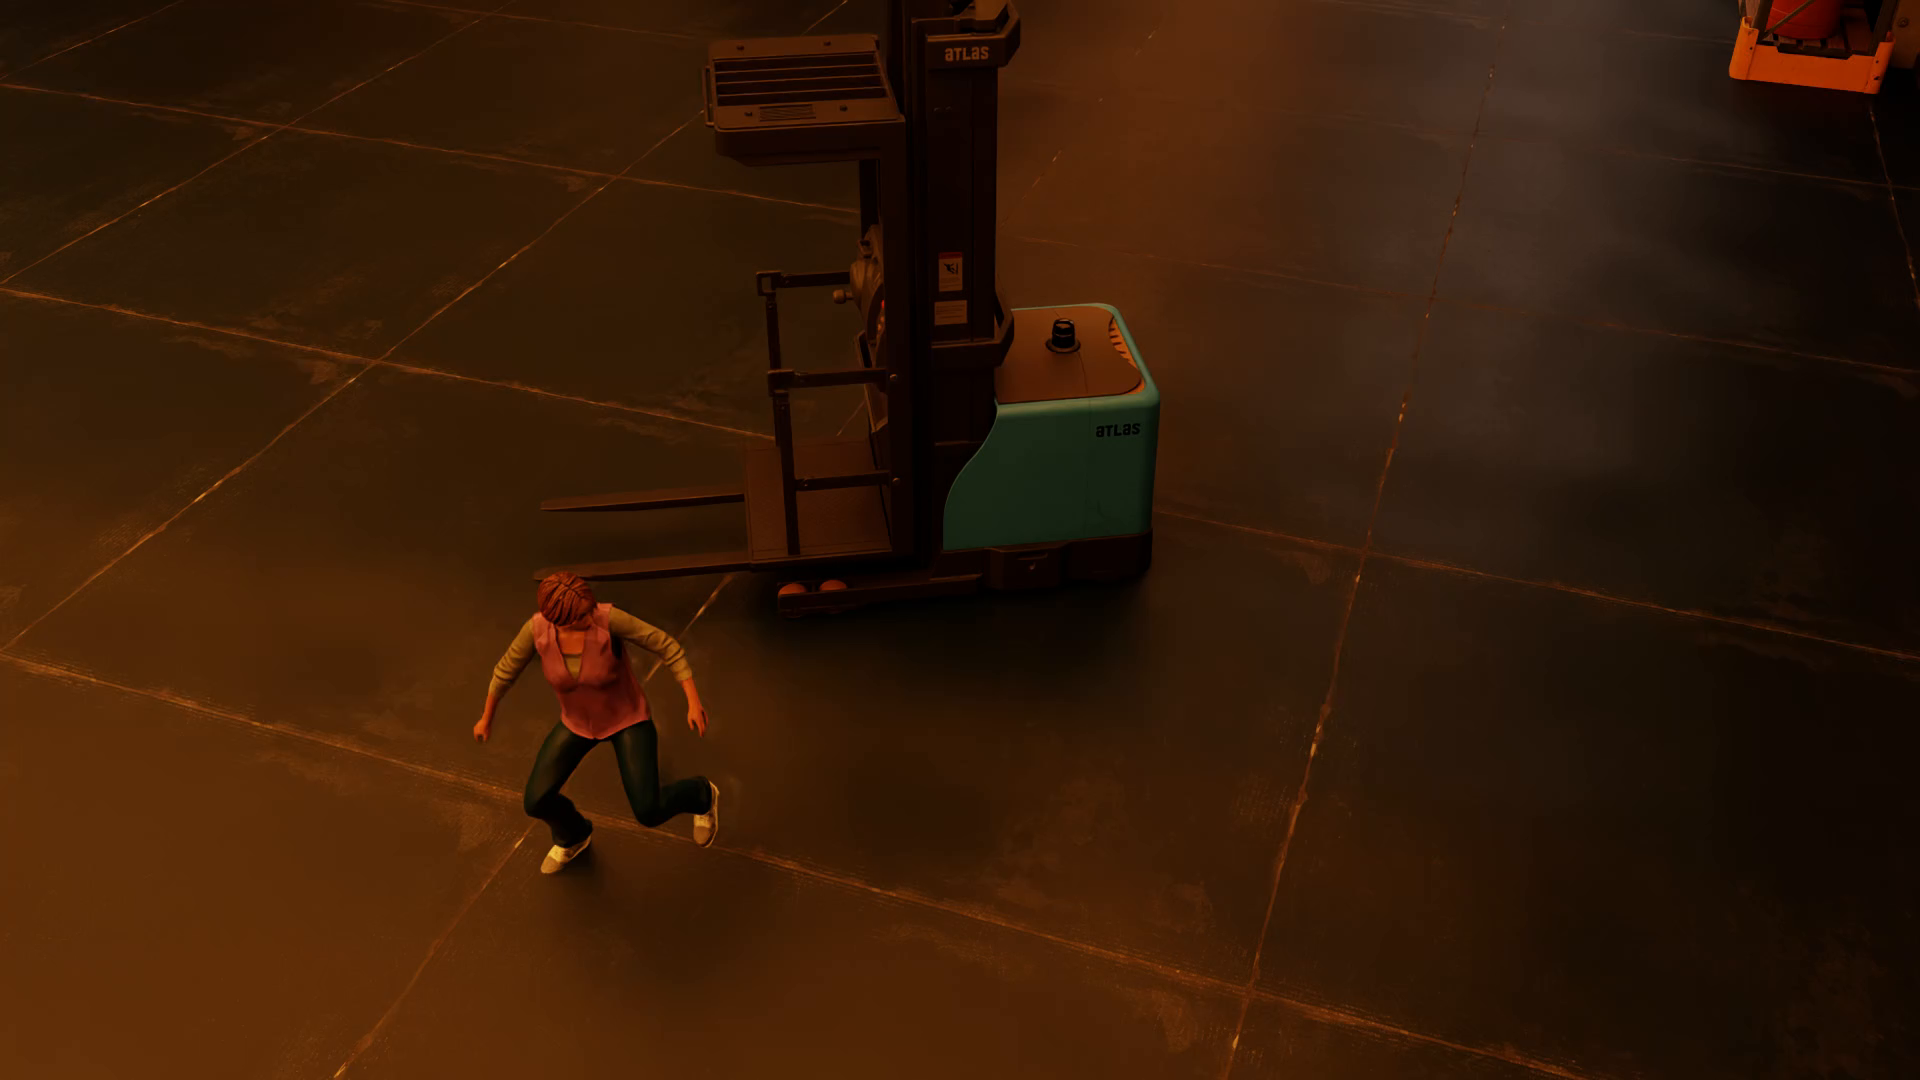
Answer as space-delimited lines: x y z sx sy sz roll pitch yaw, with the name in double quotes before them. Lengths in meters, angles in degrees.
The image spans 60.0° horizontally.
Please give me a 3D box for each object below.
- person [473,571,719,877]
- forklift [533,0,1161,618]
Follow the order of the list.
"person" -1.420 0.710 6.414 0.925 1.481 0.461 6 36 8
"forklift" -0.604 -1.144 7.724 3.031 2.935 1.130 -5 36 -7
